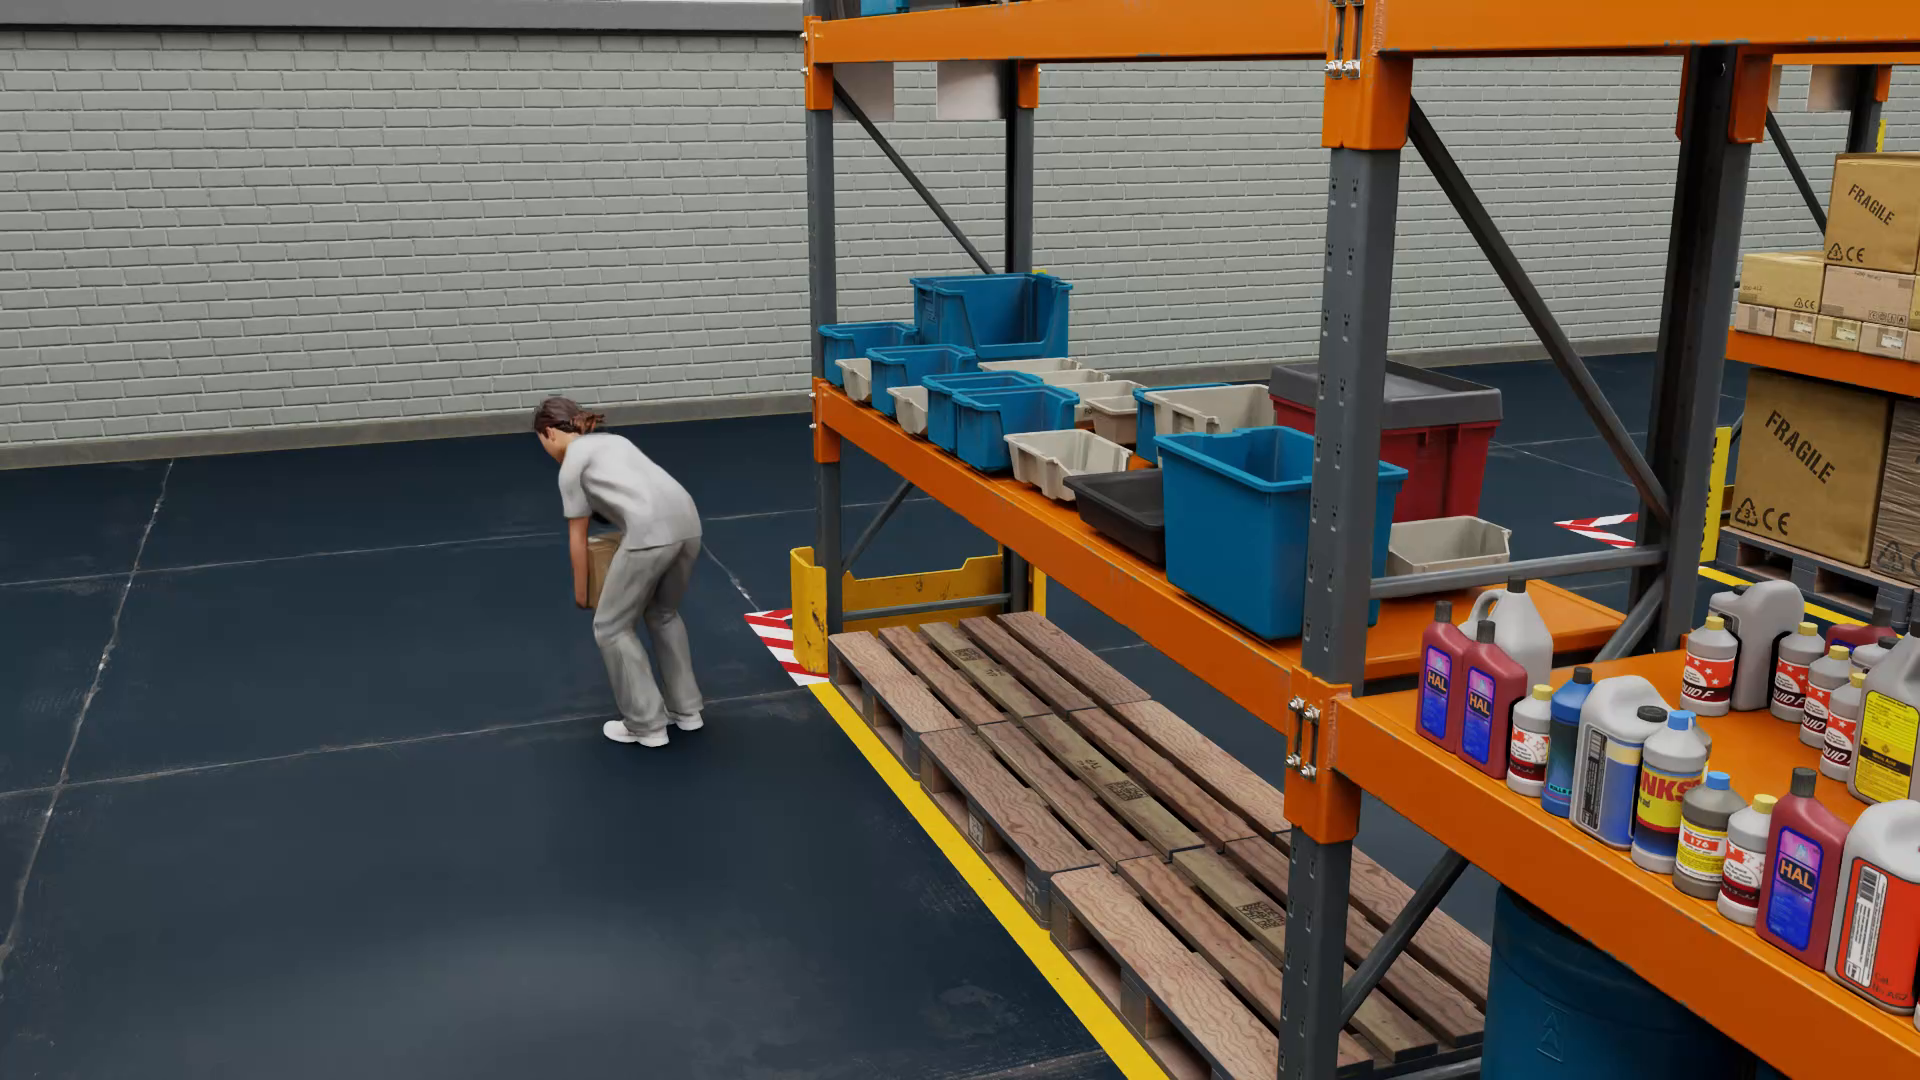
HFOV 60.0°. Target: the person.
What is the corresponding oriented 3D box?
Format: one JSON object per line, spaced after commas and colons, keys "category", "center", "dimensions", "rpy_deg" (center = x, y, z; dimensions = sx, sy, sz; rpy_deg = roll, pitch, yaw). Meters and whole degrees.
{"category": "person", "center": [-1.404, 0.117, 6.736], "dimensions": [0.789, 1.343, 0.418], "rpy_deg": [9, 18, 30]}
